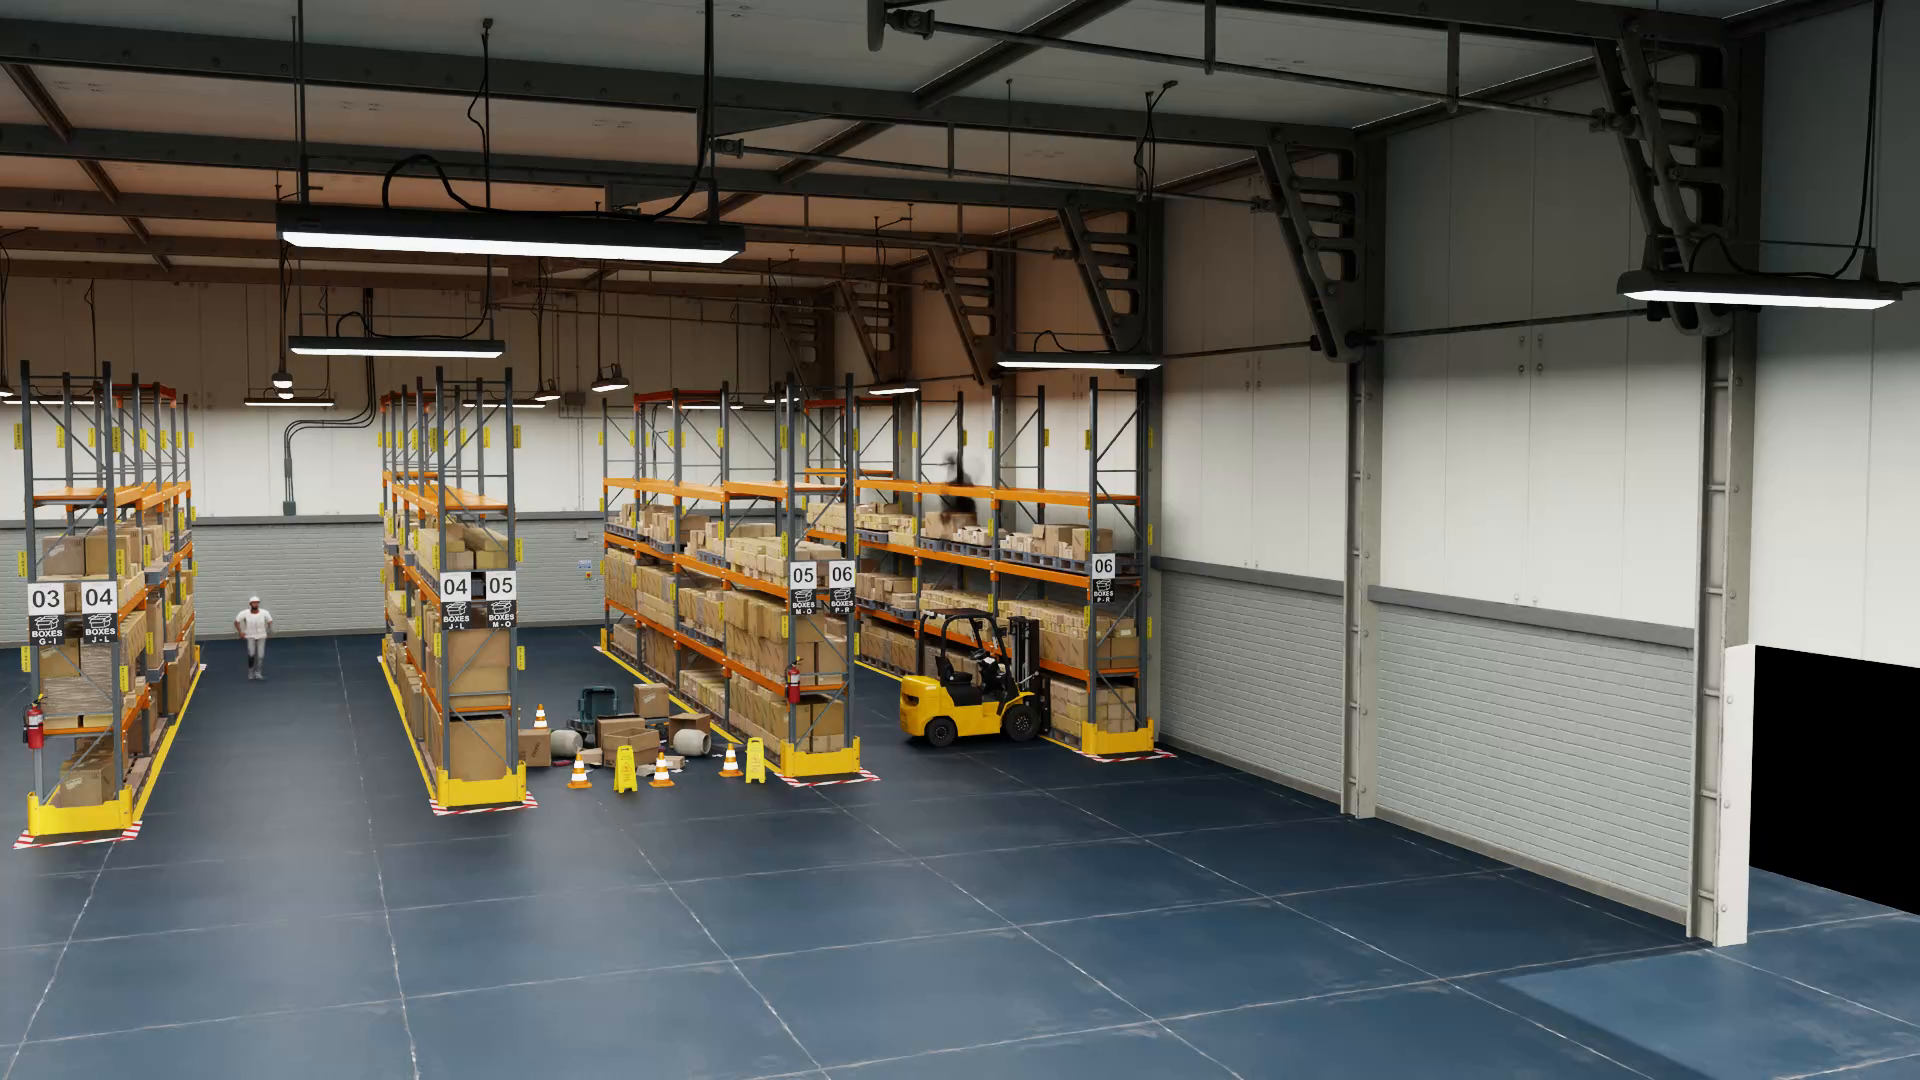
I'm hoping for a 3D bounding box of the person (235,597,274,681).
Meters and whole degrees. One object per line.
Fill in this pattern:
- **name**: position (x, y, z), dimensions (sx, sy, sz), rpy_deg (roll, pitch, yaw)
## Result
- **person**: position (-14.655, 2.050, 34.632), dimensions (0.716, 1.749, 0.645), rpy_deg (-2, 4, -35)
